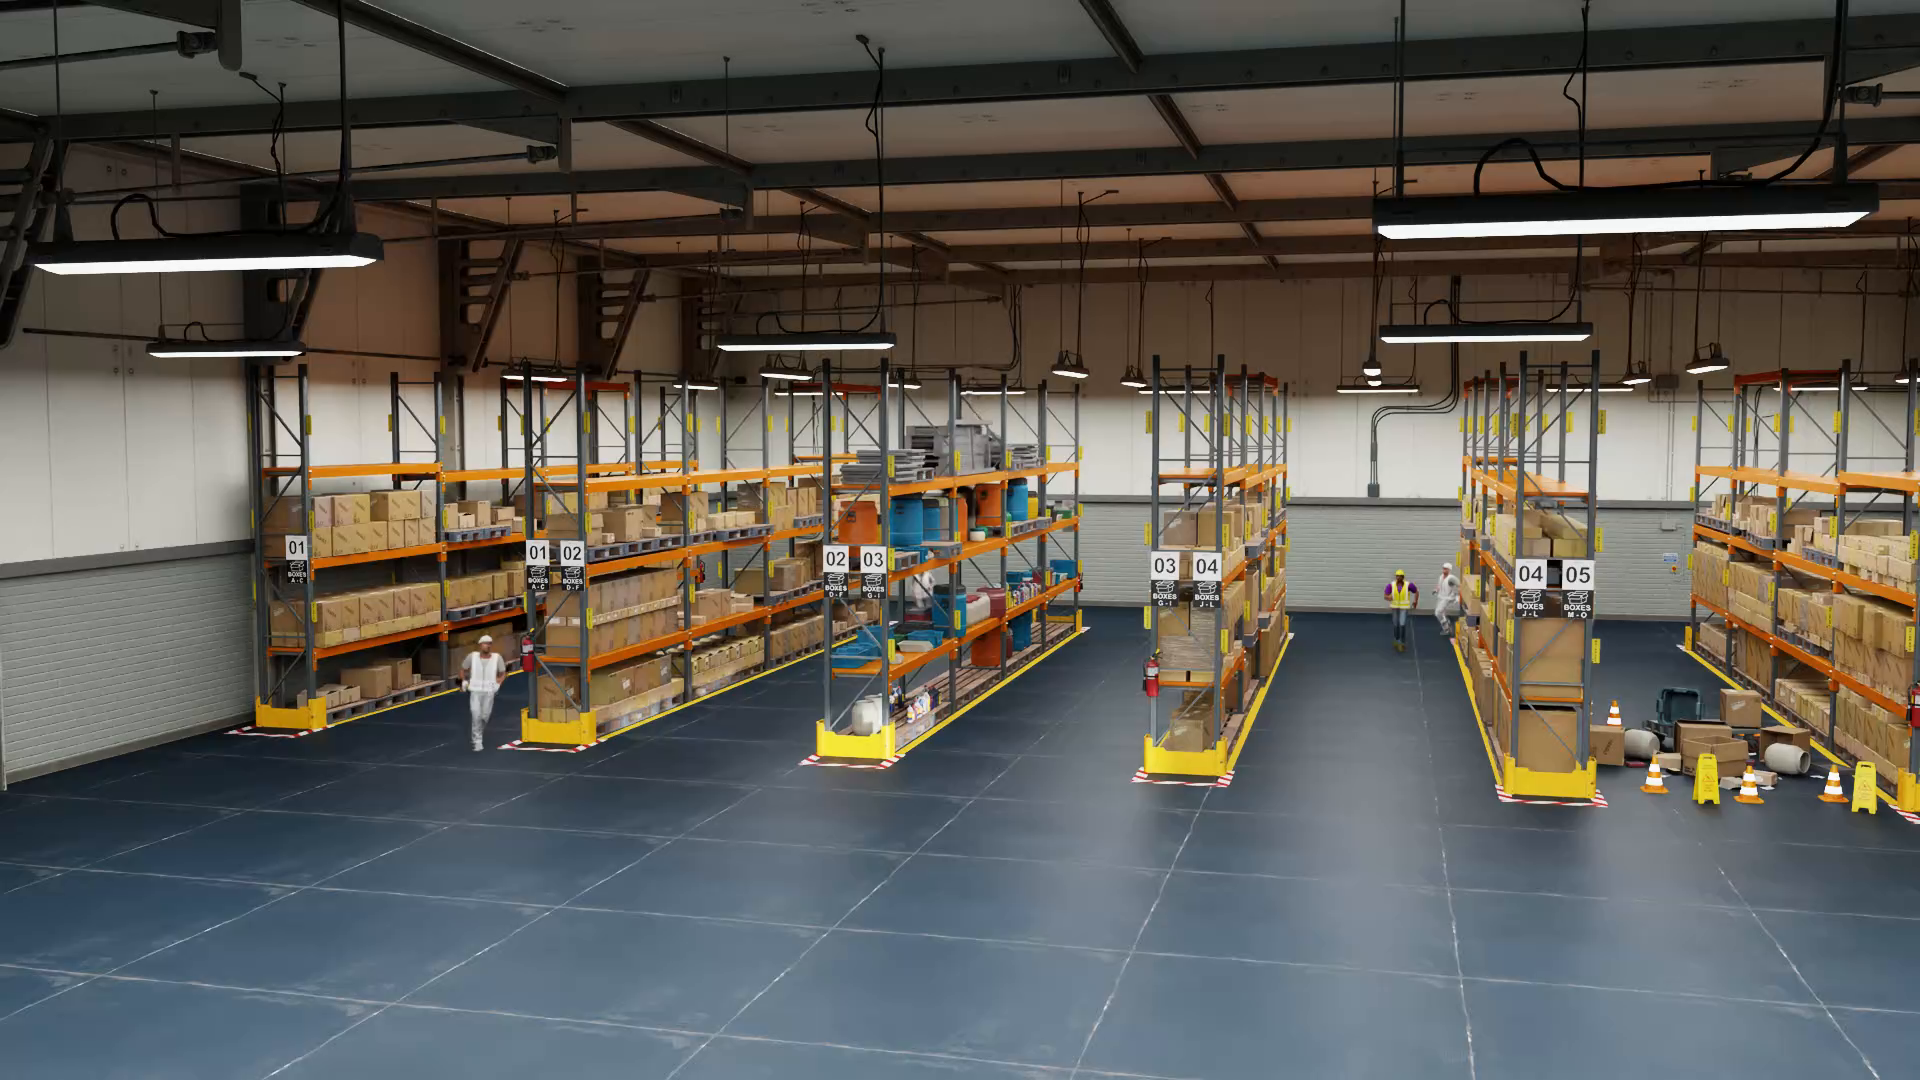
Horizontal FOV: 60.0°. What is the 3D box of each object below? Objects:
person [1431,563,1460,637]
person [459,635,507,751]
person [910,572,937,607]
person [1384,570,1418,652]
[{"bbox_3d":[11.478,1.417,39.295,0.642,1.767,0.725,-1,4,-18],"label":"person"},{"bbox_3d":[-7.426,2.352,25.902,0.710,1.756,0.719,-2,4,-21],"label":"person"},{"bbox_3d":[-0.891,1.381,40.036,0.674,1.761,0.785,0,4,6],"label":"person"},{"bbox_3d":[9.816,1.579,37.087,0.720,1.846,0.756,2,4,24],"label":"person"}]
